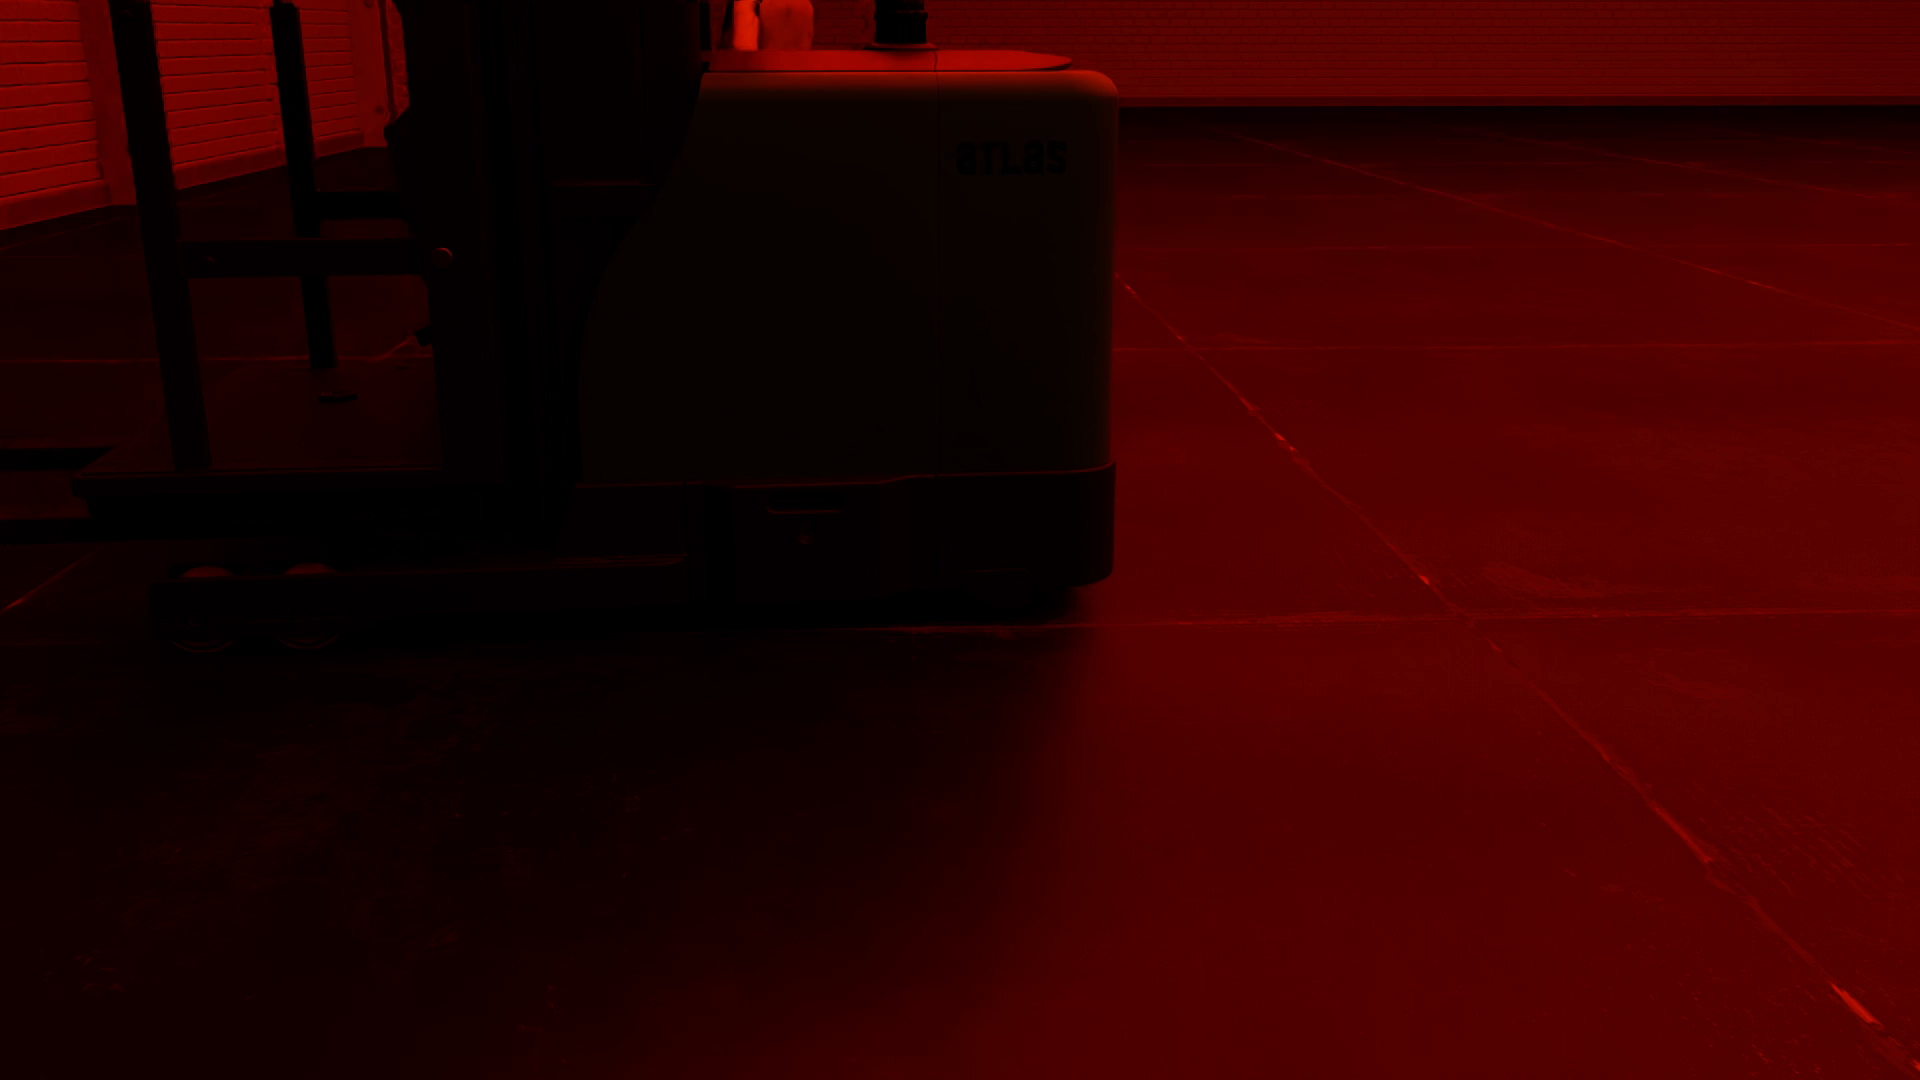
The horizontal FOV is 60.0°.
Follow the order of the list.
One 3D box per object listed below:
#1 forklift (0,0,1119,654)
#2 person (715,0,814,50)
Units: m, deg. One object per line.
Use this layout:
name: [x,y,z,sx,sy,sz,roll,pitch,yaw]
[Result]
forklift: [-1.235,-1.345,3.306,3.031,2.935,1.130,-2,17,-6]
person: [-0.709,-1.377,5.851,0.494,1.525,0.662,-11,20,-33]
